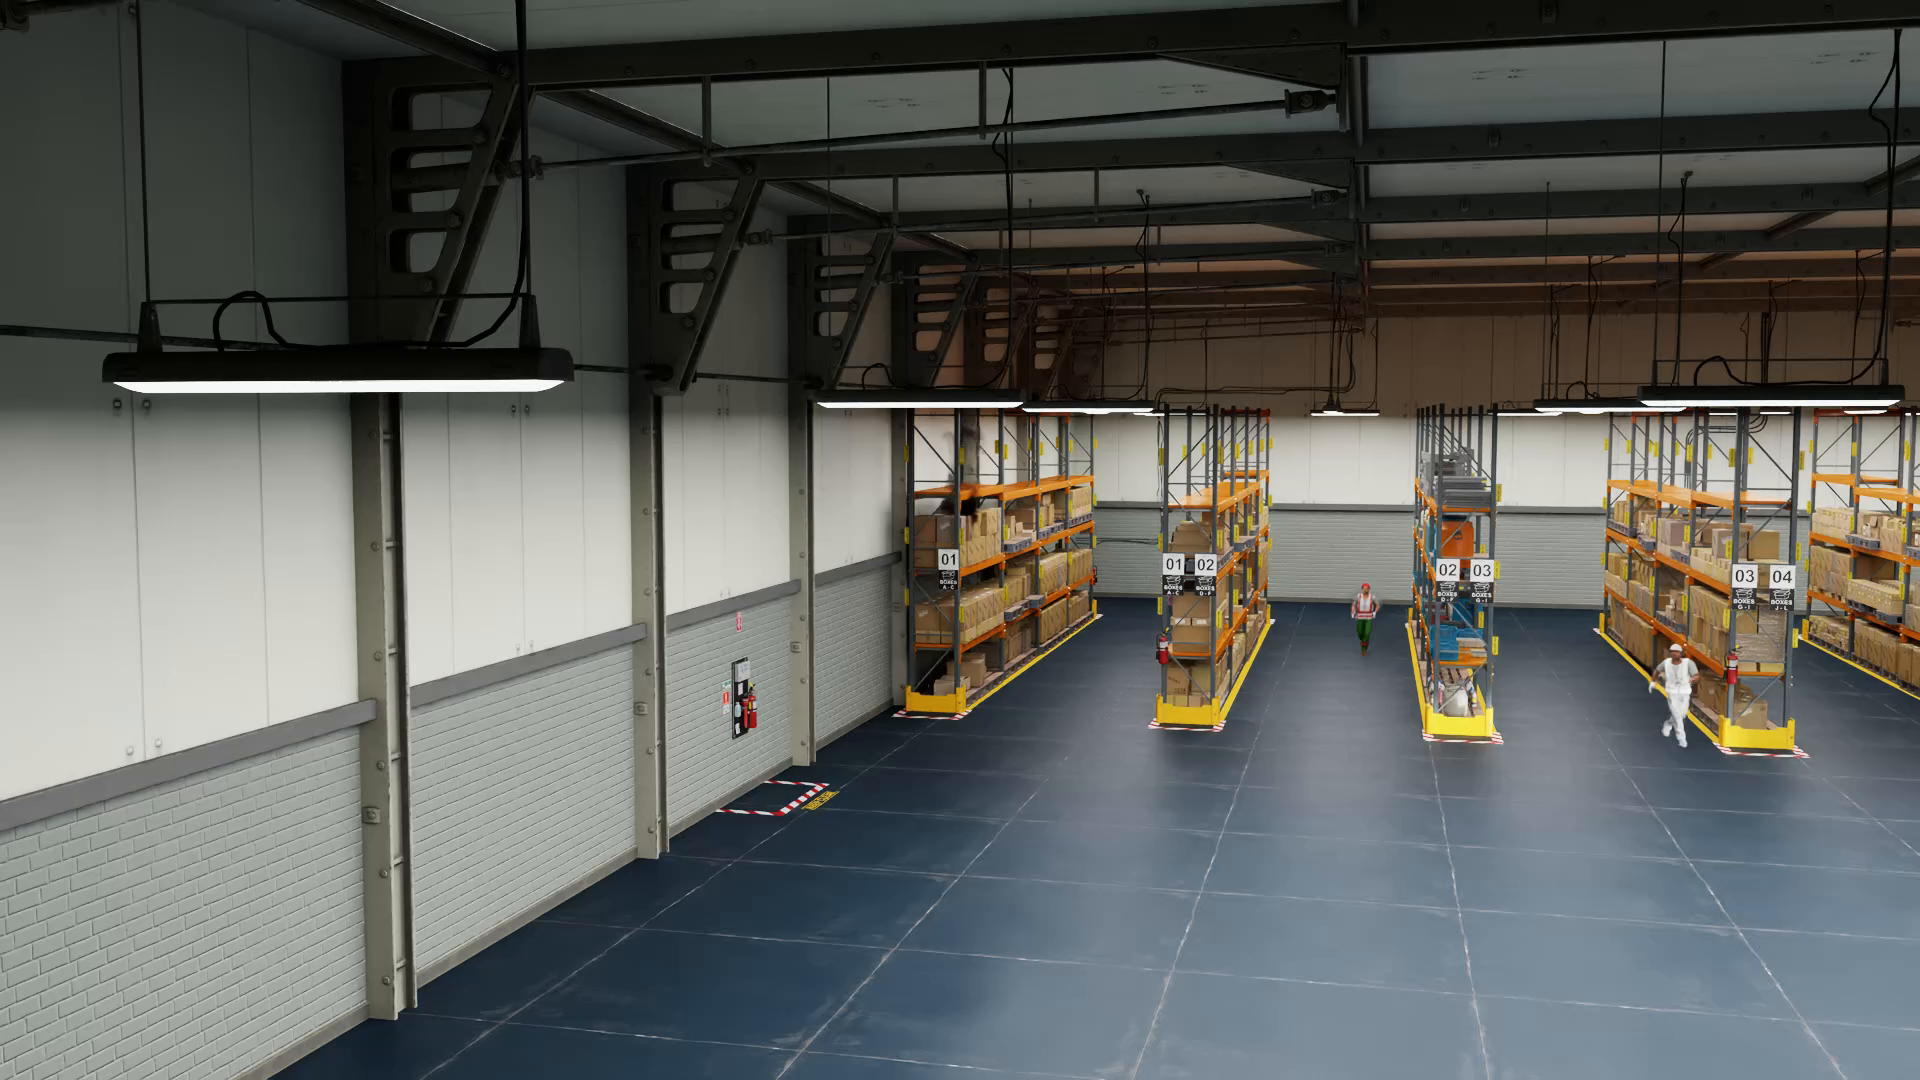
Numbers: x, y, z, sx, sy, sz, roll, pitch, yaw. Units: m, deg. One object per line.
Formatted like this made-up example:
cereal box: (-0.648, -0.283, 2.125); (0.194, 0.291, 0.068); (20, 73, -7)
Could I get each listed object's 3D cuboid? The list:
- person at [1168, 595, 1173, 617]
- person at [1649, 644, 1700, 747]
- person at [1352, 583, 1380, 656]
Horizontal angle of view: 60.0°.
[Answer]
person: (5.695, 1.769, 43.978); (0.551, 1.572, 0.787); (1, 4, 12)
person: (12.626, 2.725, 29.396); (0.798, 1.786, 0.752); (1, 4, 16)
person: (9.860, 1.914, 40.417); (0.668, 1.751, 0.715); (1, 4, 20)
